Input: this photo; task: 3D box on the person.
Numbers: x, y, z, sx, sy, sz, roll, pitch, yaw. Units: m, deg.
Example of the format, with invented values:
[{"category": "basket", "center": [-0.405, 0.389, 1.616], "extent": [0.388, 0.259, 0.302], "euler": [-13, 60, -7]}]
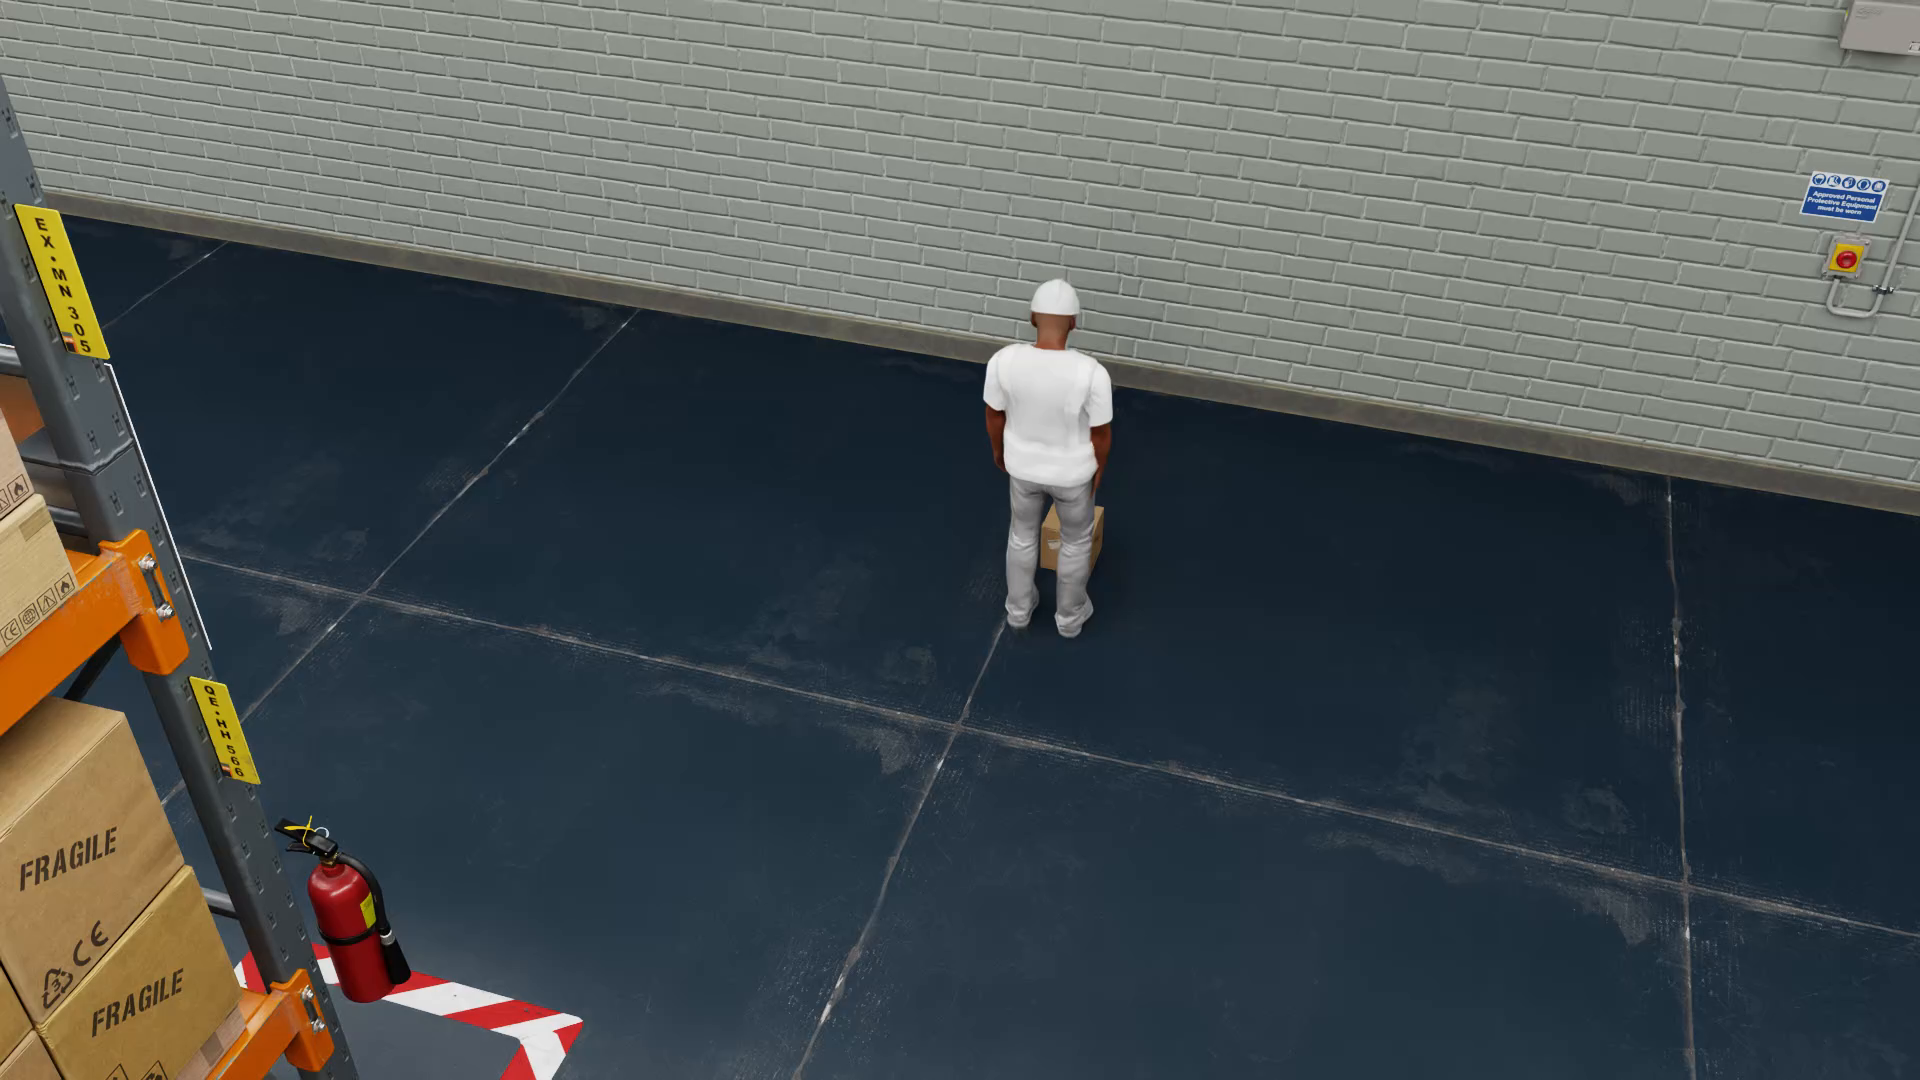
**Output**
[{"category": "person", "center": [0.389, -0.342, 7.338], "extent": [0.571, 1.753, 0.379], "euler": [11, 38, 15]}]
